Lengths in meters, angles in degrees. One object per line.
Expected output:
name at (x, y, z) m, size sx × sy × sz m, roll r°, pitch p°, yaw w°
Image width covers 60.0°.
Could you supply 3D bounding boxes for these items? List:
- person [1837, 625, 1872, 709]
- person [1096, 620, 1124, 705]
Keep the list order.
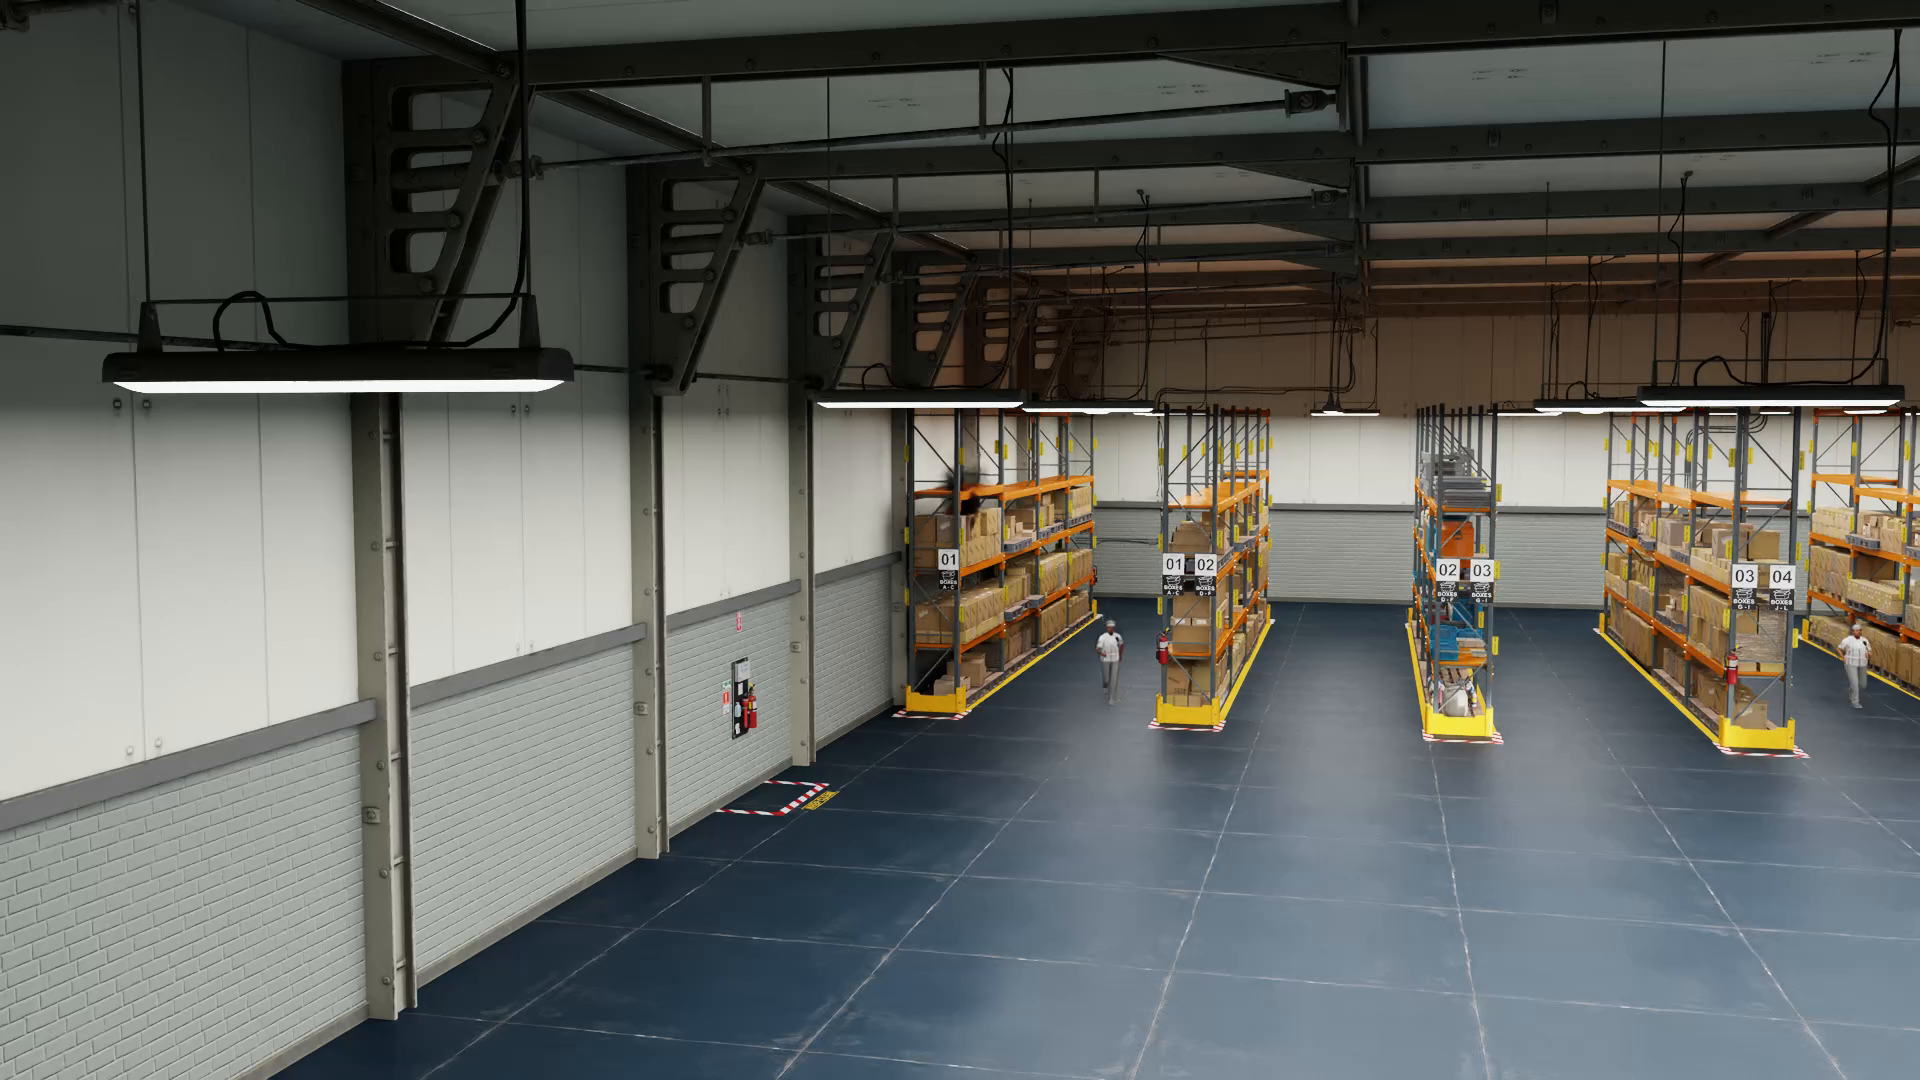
person at (17.821, 2.494, 33.106) m, size 0.620 × 1.634 × 0.823 m, roll 0°, pitch 4°, yaw 7°
person at (3.033, 2.440, 33.452) m, size 0.581 × 1.673 × 0.887 m, roll 0°, pitch 4°, yaw -2°
